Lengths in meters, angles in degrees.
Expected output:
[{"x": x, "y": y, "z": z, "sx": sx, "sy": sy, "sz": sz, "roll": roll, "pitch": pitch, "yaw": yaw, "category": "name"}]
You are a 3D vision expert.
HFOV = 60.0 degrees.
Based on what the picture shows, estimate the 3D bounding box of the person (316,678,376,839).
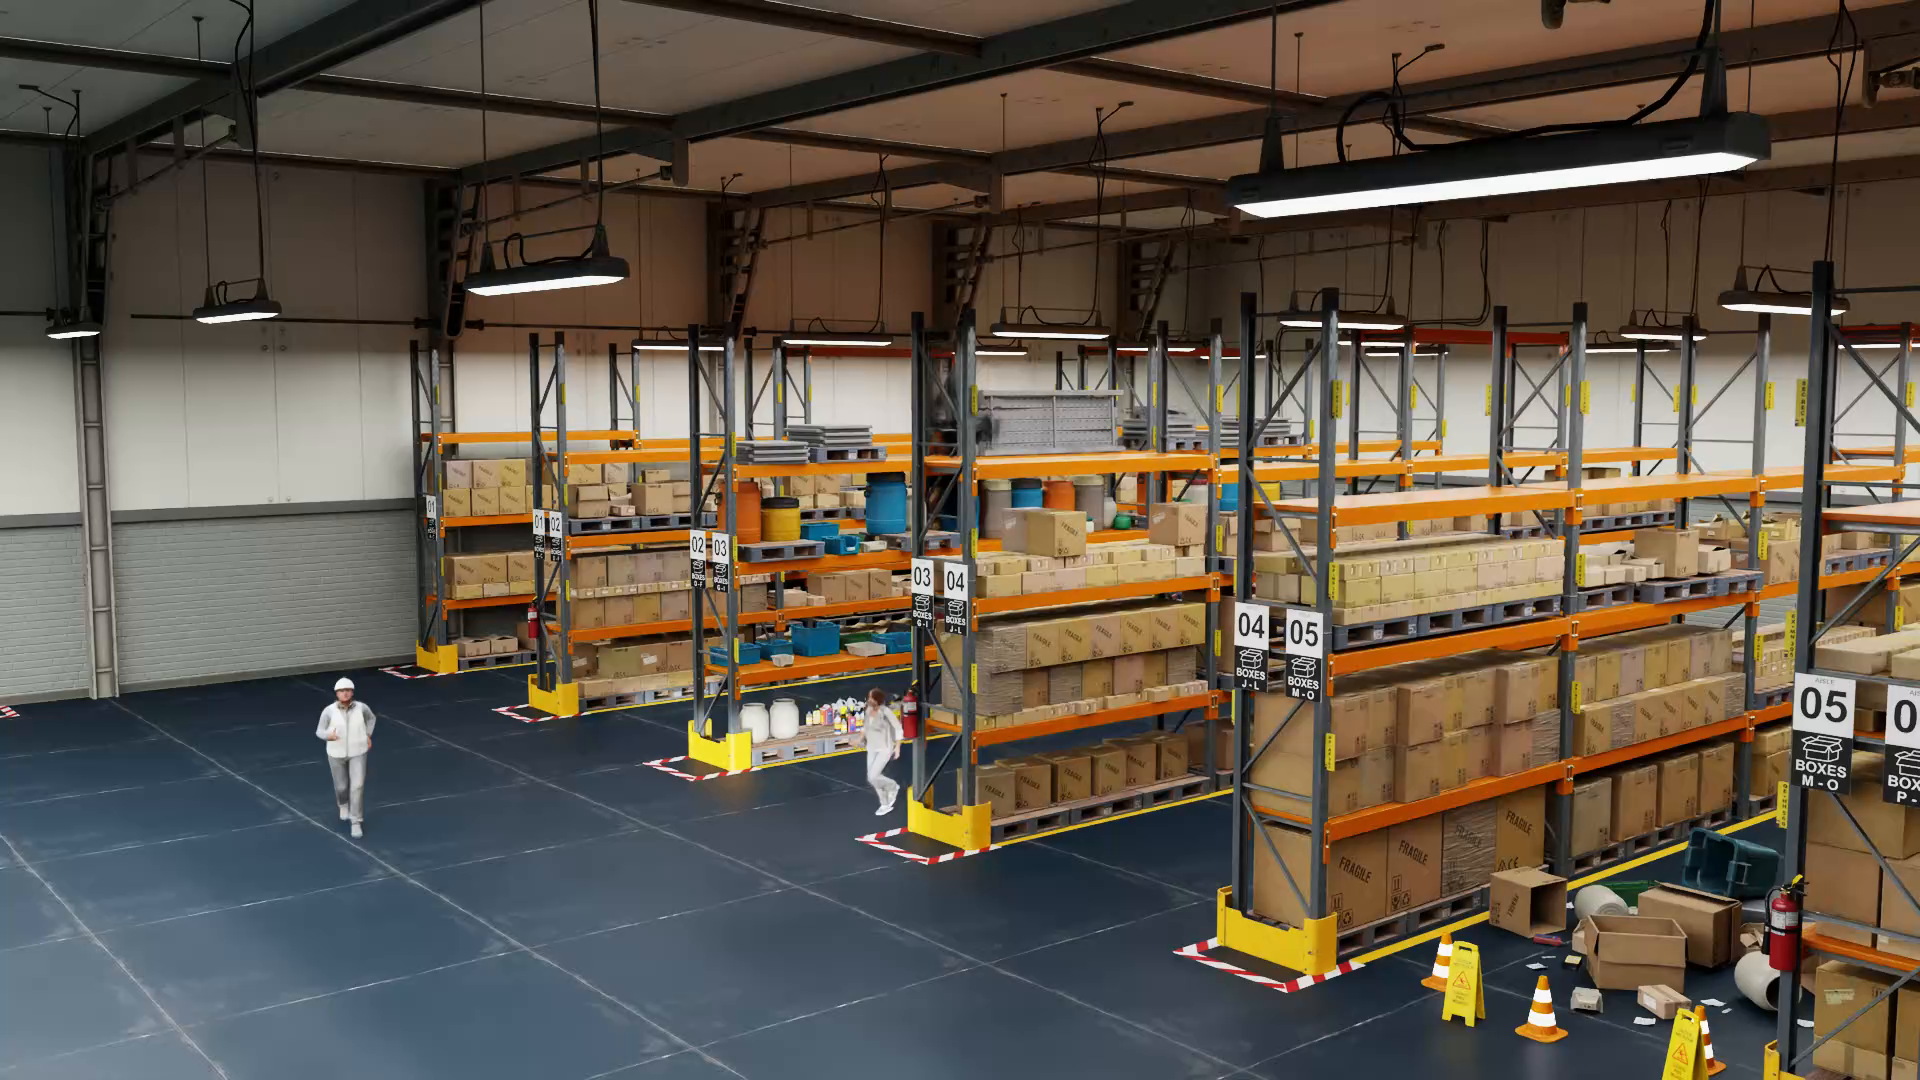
[{"x": -7.087, "y": 2.479, "z": 19.235, "sx": 0.657, "sy": 1.776, "sz": 0.950, "roll": -2, "pitch": 6, "yaw": -21, "category": "person"}]

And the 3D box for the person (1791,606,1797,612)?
[{"x": 12.997, "y": 1.900, "z": 25.746, "sx": 0.932, "sy": 1.770, "sz": 0.731, "roll": -3, "pitch": 6, "yaw": -26, "category": "person"}]

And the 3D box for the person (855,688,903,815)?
[{"x": -0.992, "y": 2.558, "z": 20.038, "sx": 0.553, "sy": 1.541, "sz": 0.549, "roll": 5, "pitch": 7, "yaw": 43, "category": "person"}]
